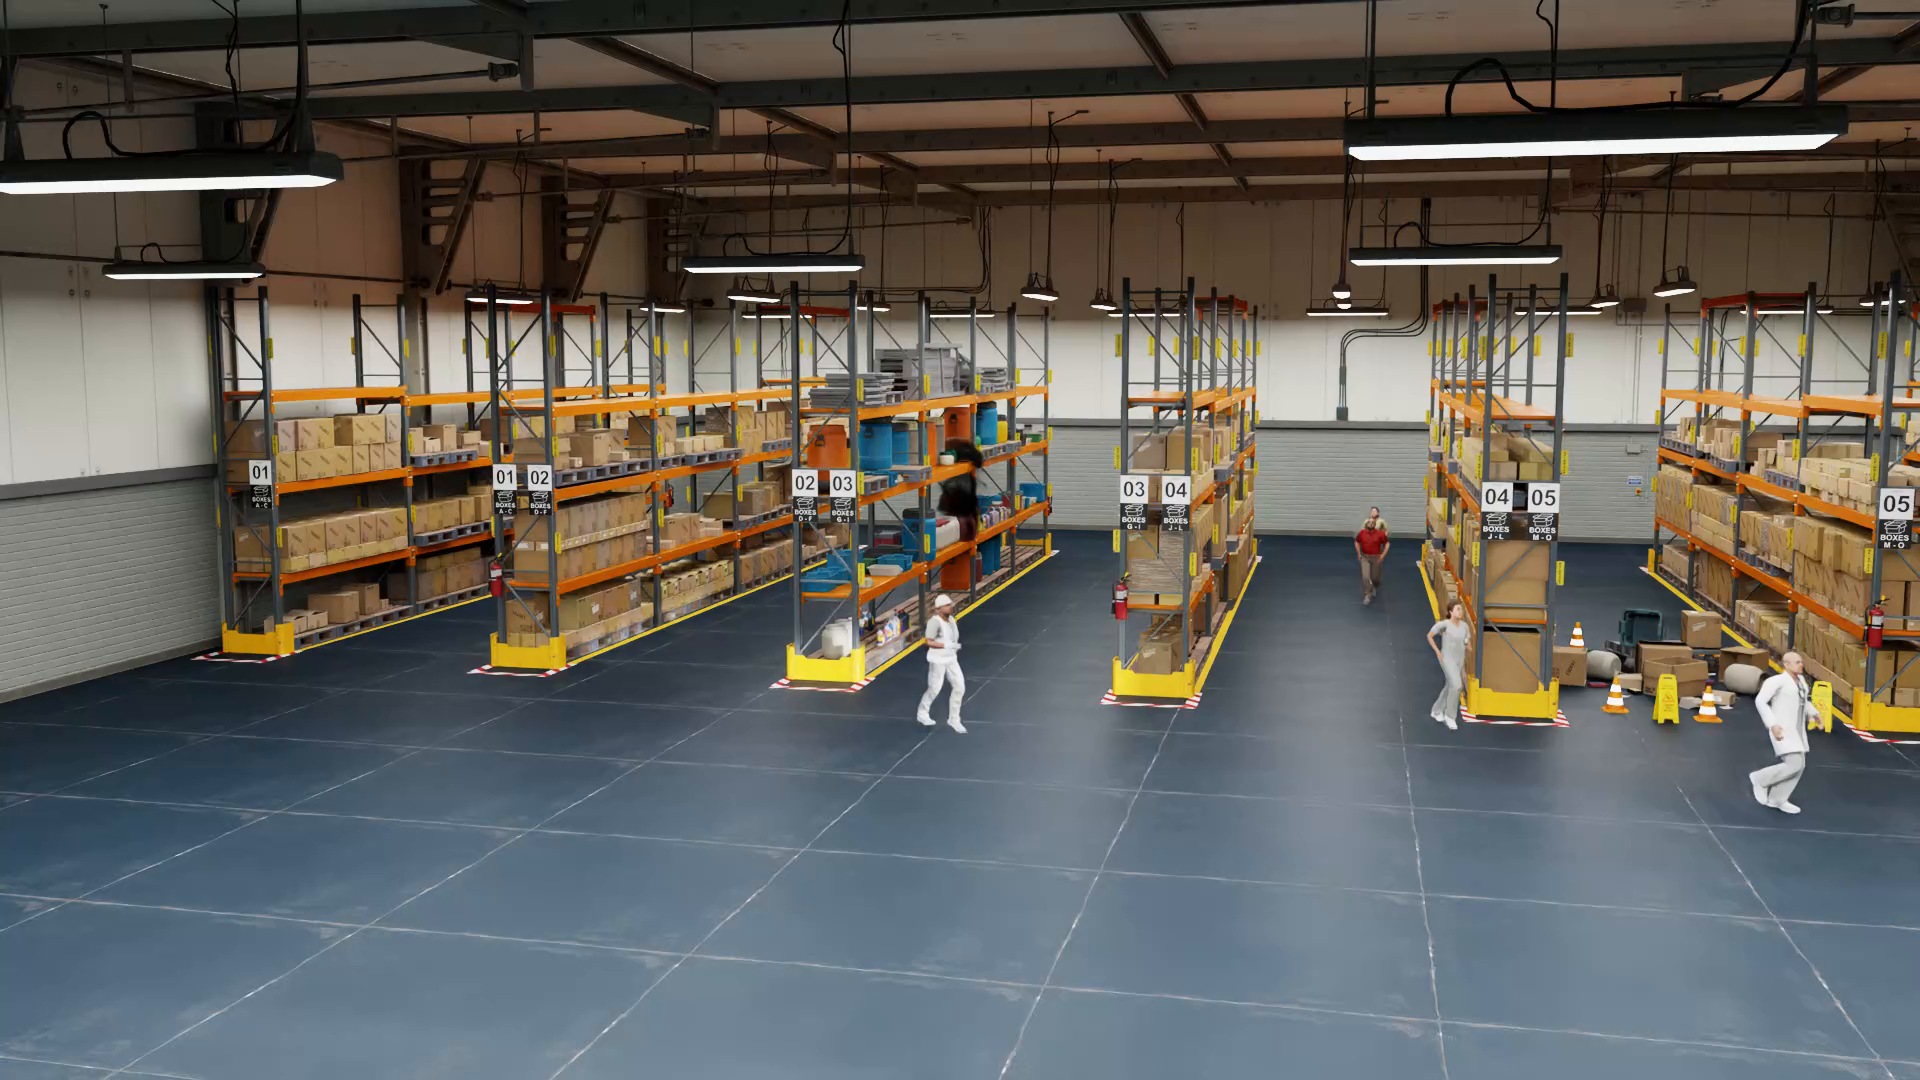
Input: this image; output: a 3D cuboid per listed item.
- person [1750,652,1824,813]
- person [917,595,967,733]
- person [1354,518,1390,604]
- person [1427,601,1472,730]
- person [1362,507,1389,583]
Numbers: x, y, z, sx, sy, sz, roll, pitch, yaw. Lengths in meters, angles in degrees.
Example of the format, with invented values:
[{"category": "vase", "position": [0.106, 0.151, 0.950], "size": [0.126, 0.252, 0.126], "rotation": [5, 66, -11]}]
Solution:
[{"category": "person", "position": [8.979, 2.074, 18.048], "size": [0.727, 1.747, 0.633], "rotation": [-4, 8, -32]}, {"category": "person", "position": [-0.240, 1.628, 21.787], "size": [0.790, 1.838, 0.661], "rotation": [5, 8, 39]}, {"category": "person", "position": [8.148, 0.394, 32.939], "size": [0.684, 1.701, 0.734], "rotation": [2, 7, 19]}, {"category": "person", "position": [6.548, 1.650, 22.118], "size": [0.551, 1.696, 0.651], "rotation": [-3, 7, -24]}, {"category": "person", "position": [8.923, 0.096, 35.772], "size": [0.575, 1.640, 0.592], "rotation": [2, 7, 14]}]
